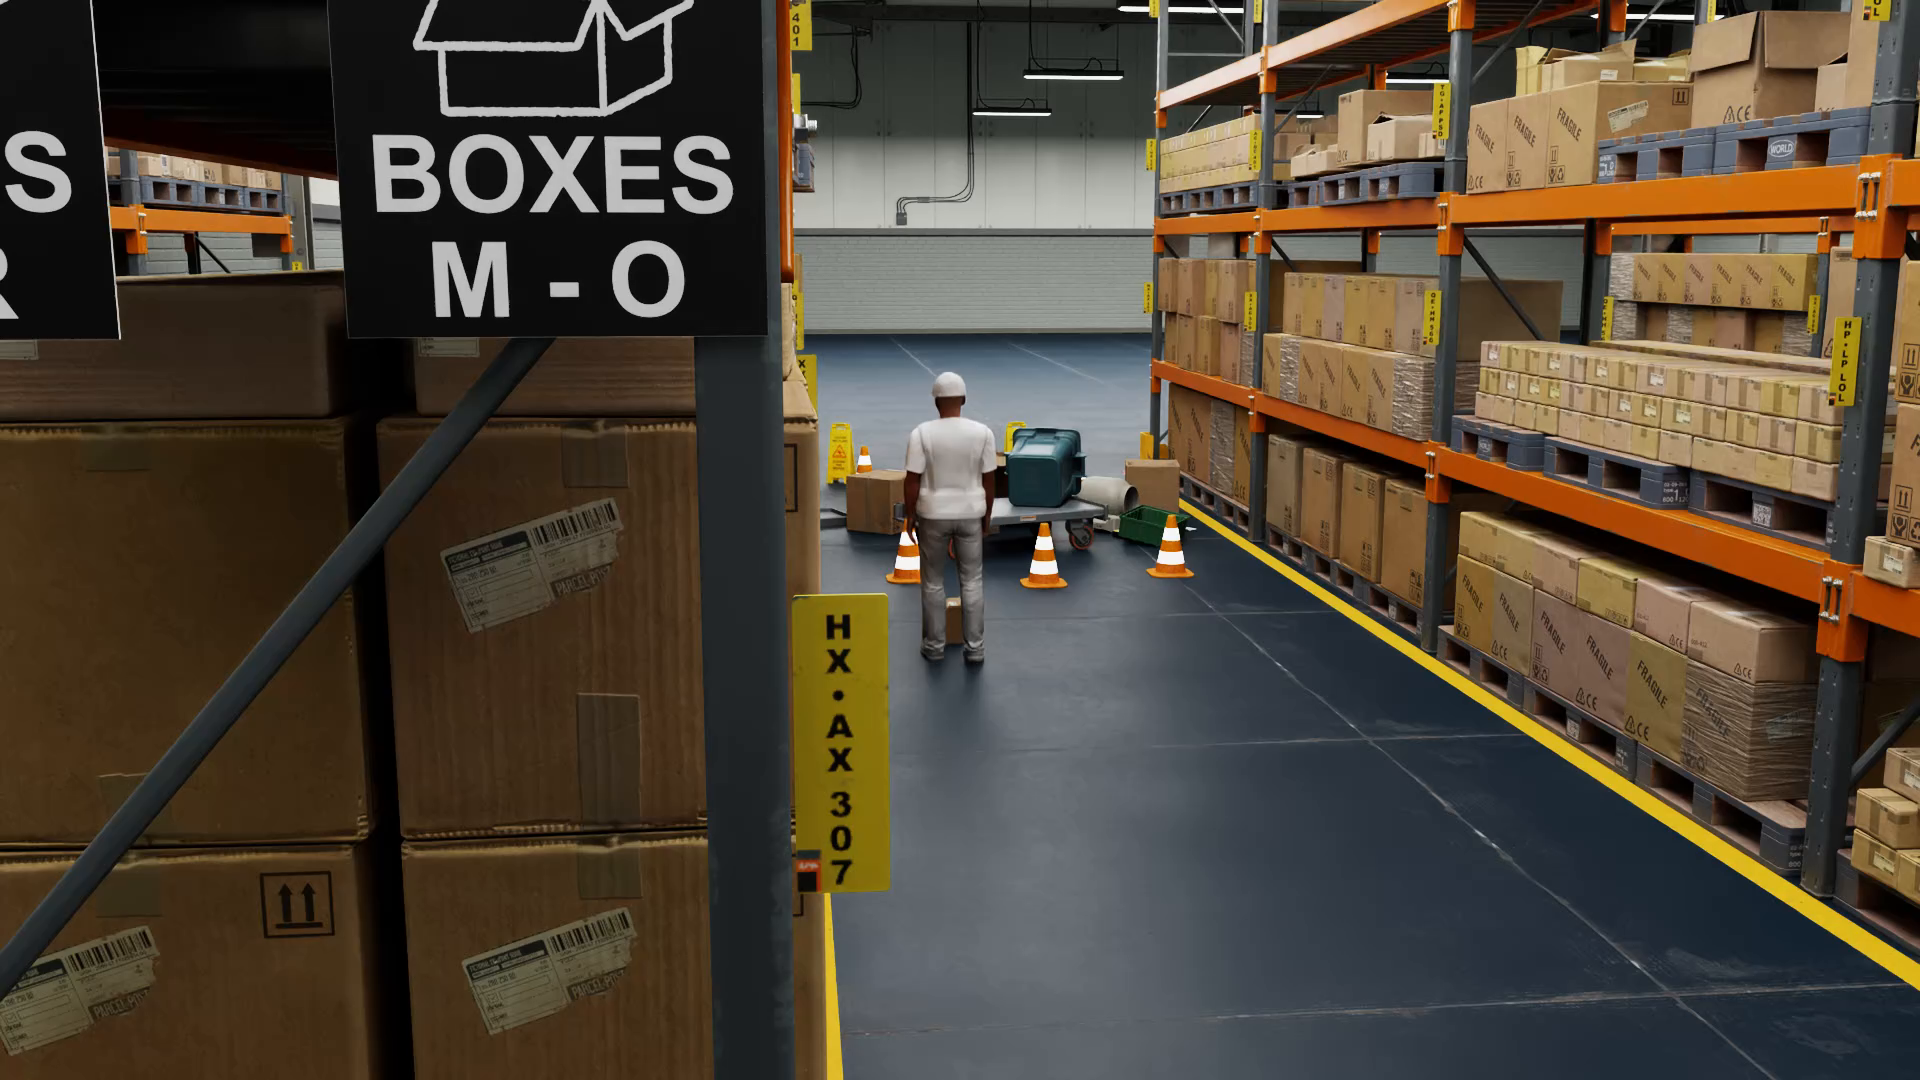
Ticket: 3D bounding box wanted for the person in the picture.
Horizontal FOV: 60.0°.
[{"bbox_3d":[-0.065,-0.138,10.160,0.565,1.767,0.371,-1,10,-7],"label":"person"}]
